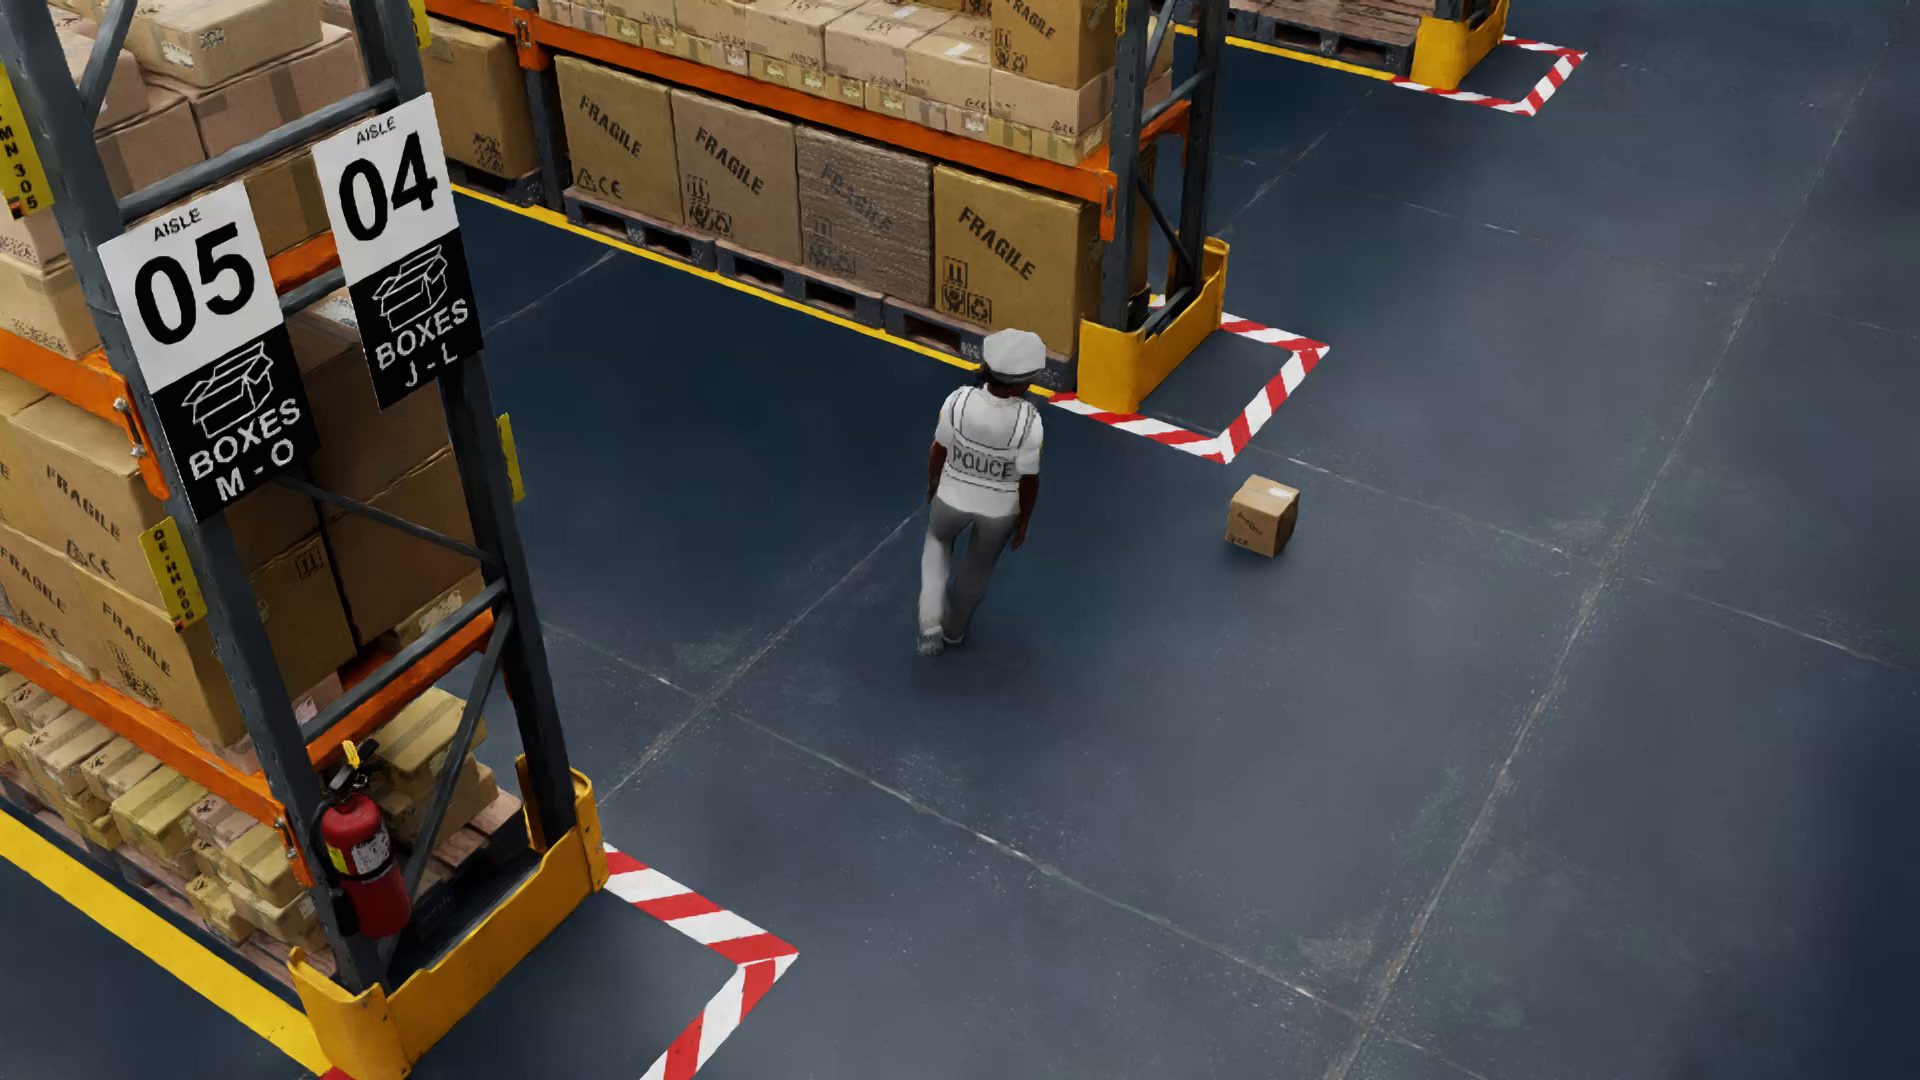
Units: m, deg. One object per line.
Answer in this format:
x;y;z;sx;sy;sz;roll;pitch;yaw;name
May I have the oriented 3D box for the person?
0.083;-0.141;6.886;0.533;1.624;0.593;7;39;9;person
